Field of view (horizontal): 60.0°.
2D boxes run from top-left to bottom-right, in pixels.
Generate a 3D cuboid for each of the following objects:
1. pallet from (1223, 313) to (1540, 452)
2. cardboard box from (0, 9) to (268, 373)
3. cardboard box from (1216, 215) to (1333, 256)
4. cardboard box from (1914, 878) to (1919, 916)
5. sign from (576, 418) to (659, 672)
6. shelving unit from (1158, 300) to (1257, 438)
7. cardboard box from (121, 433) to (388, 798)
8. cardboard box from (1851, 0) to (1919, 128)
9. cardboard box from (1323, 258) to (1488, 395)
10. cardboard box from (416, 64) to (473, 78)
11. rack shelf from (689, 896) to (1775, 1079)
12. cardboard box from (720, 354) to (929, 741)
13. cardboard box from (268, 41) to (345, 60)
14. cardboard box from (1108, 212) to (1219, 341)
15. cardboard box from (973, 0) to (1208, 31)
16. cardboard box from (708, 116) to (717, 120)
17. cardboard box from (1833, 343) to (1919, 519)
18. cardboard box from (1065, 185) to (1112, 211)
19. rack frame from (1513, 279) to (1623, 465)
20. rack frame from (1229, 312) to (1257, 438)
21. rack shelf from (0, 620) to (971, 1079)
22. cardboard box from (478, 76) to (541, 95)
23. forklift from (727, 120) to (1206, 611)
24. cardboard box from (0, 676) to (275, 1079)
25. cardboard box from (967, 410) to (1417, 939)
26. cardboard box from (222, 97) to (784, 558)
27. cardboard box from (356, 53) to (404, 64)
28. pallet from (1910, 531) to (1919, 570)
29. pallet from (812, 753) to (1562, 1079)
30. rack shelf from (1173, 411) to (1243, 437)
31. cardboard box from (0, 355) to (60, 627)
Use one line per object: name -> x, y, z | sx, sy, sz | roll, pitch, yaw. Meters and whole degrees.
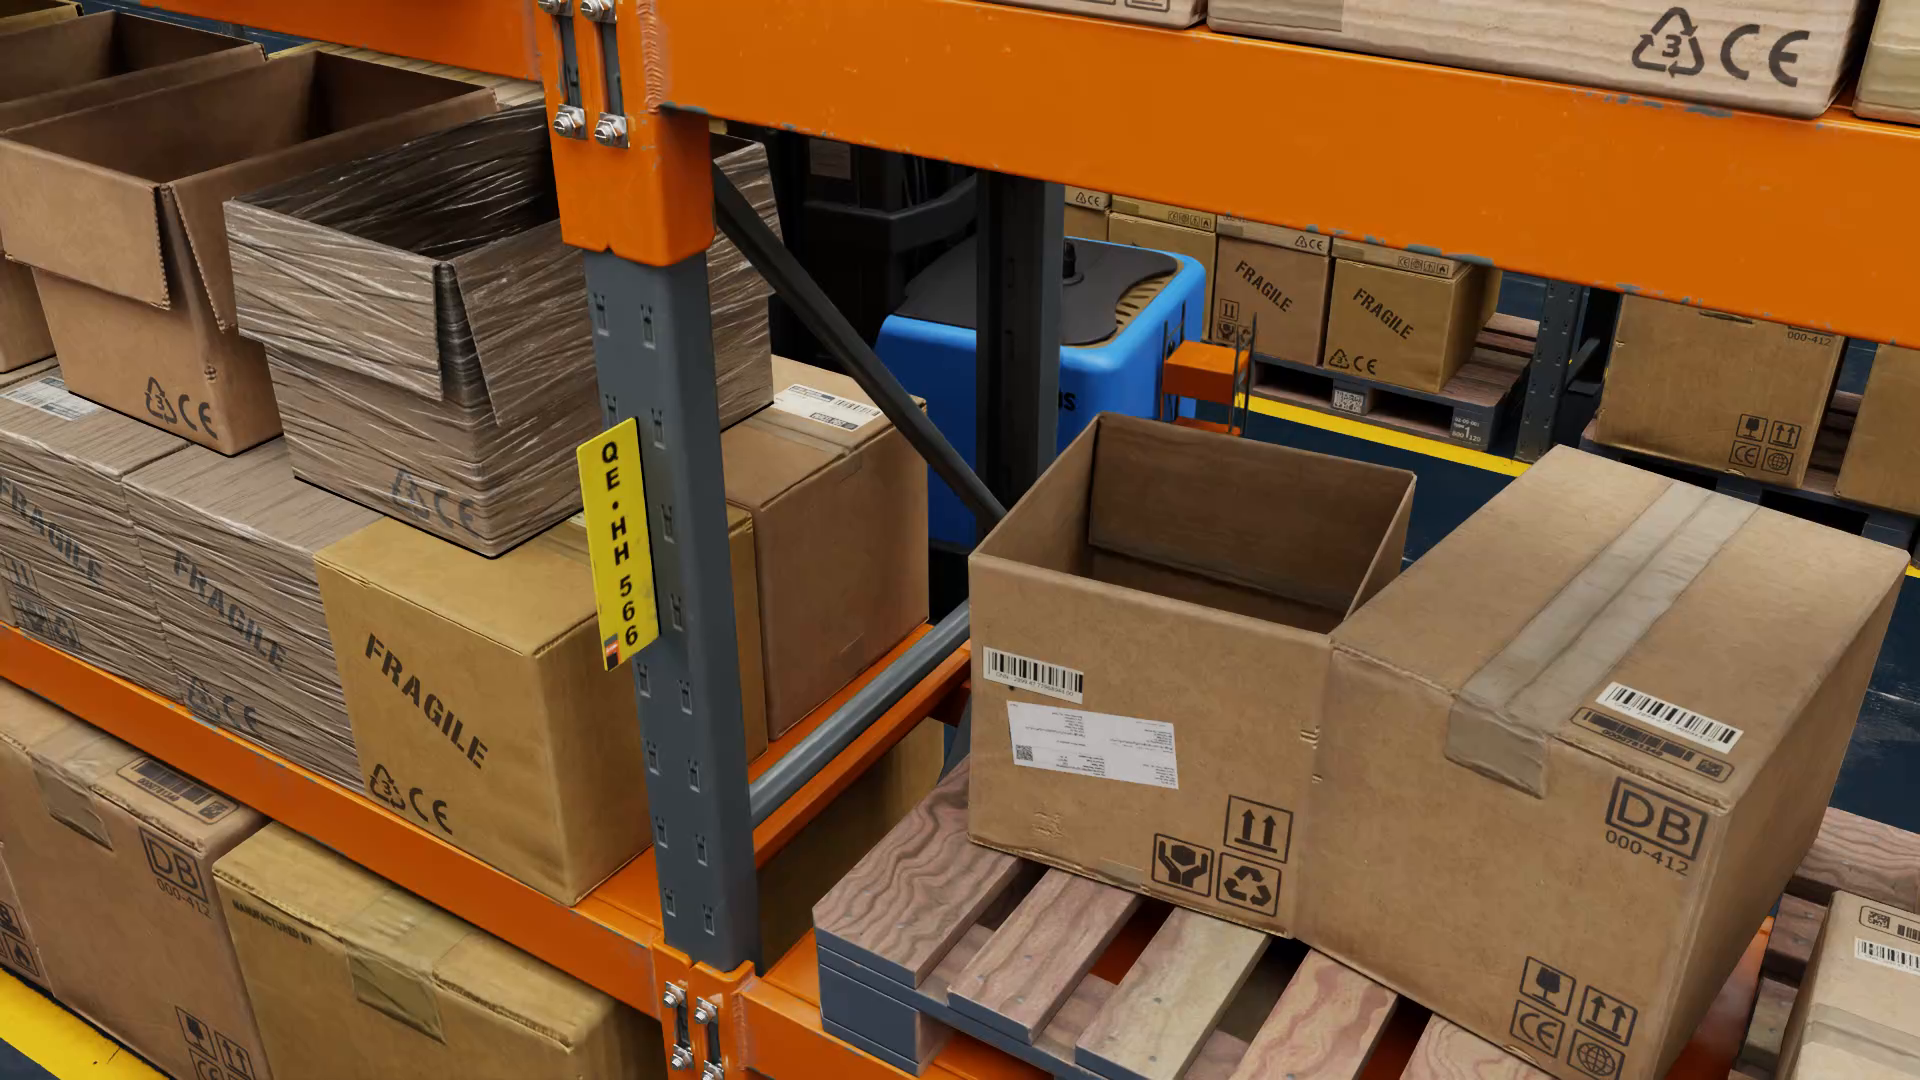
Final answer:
pallet -> 1.923, -0.824, 7.452 | 1.213, 0.211, 1.003 | 18, 35, 27
cardboard box -> -1.871, -0.760, 3.481 | 0.637, 0.503, 0.797 | 19, 35, 29
cardboard box -> 1.431, -1.446, 7.071 | 0.500, 0.250, 0.500 | 18, 35, 28
cardboard box -> 1.417, 0.480, 2.167 | 0.258, 0.266, 0.396 | 17, 34, 26
sign -> -0.431, 0.009, 2.108 | 0.005, 0.325, 0.100 | 18, 35, 27
shelving unit -> 0.818, -0.272, 5.674 | 0.252, 1.050, 0.215 | 13, 33, 21
cardboard box -> -1.108, 0.066, 3.061 | 0.500, 0.500, 0.500 | 17, 34, 27
cardboard box -> 0.999, -0.453, 1.222 | 0.500, 0.250, 0.500 | 18, 35, 28
cardboard box -> 1.887, -0.984, 7.025 | 0.500, 0.500, 0.500 | 17, 34, 27
cardboard box -> -3.002, -2.629, 9.601 | 0.250, 0.149, 0.380 | 19, 35, 29
rack shelf -> 1.555, 1.118, 2.070 | 4.000, 0.370, 1.077 | 18, 35, 27
cardboard box -> -0.406, -0.018, 3.204 | 0.500, 0.500, 0.500 | 19, 35, 29
cardboard box -> -3.929, -2.883, 10.037 | 0.250, 0.149, 0.380 | 16, 34, 25
cardboard box -> 0.993, -1.260, 7.497 | 0.500, 0.500, 0.500 | 16, 34, 25
cardboard box -> 0.124, -0.724, 1.687 | 0.500, 0.250, 0.500 | 18, 35, 28
cardboard box -> -1.481, -2.132, 8.750 | 0.250, 0.149, 0.380 | 18, 35, 28
cardboard box -> 3.794, -0.593, 6.106 | 0.750, 0.750, 1.050 | 18, 35, 28
cardboard box -> 0.563, -1.724, 7.549 | 0.500, 0.250, 0.500 | 19, 35, 29
rack frame -> 2.584, -1.818, 6.390 | 0.127, 3.000, 1.000 | 18, 35, 27
rack frame -> 0.929, -0.246, 5.630 | 0.008, 1.050, 0.200 | 13, 33, 21
rack shelf -> -1.833, 0.047, 3.907 | 4.000, 0.370, 1.077 | 18, 35, 27
cardboard box -> -2.540, -2.512, 9.401 | 0.250, 0.149, 0.380 | 18, 35, 27
forklift -> -0.684, -1.427, 5.787 | 3.031, 2.935, 1.130 | 13, 33, 21
cardboard box -> -1.463, 0.572, 3.984 | 0.875, 0.875, 1.225 | 18, 35, 27
cardboard box -> 0.340, 0.175, 2.458 | 0.500, 0.500, 0.500 | 13, 33, 21
cardboard box -> -0.749, -0.407, 2.877 | 0.637, 0.503, 0.797 | 19, 35, 29
cardboard box -> -3.486, -2.738, 9.789 | 0.250, 0.149, 0.380 | 17, 35, 27
pallet -> 4.241, -0.043, 6.114 | 1.213, 0.211, 1.003 | 18, 35, 27
pallet -> 0.521, 0.500, 2.606 | 1.003, 0.211, 1.213 | 18, 35, 27
rack shelf -> 0.818, -0.263, 5.679 | 0.240, 0.259, 0.215 | 13, 33, 21
cardboard box -> -1.980, -0.208, 3.531 | 0.500, 0.500, 0.500 | 18, 35, 28
